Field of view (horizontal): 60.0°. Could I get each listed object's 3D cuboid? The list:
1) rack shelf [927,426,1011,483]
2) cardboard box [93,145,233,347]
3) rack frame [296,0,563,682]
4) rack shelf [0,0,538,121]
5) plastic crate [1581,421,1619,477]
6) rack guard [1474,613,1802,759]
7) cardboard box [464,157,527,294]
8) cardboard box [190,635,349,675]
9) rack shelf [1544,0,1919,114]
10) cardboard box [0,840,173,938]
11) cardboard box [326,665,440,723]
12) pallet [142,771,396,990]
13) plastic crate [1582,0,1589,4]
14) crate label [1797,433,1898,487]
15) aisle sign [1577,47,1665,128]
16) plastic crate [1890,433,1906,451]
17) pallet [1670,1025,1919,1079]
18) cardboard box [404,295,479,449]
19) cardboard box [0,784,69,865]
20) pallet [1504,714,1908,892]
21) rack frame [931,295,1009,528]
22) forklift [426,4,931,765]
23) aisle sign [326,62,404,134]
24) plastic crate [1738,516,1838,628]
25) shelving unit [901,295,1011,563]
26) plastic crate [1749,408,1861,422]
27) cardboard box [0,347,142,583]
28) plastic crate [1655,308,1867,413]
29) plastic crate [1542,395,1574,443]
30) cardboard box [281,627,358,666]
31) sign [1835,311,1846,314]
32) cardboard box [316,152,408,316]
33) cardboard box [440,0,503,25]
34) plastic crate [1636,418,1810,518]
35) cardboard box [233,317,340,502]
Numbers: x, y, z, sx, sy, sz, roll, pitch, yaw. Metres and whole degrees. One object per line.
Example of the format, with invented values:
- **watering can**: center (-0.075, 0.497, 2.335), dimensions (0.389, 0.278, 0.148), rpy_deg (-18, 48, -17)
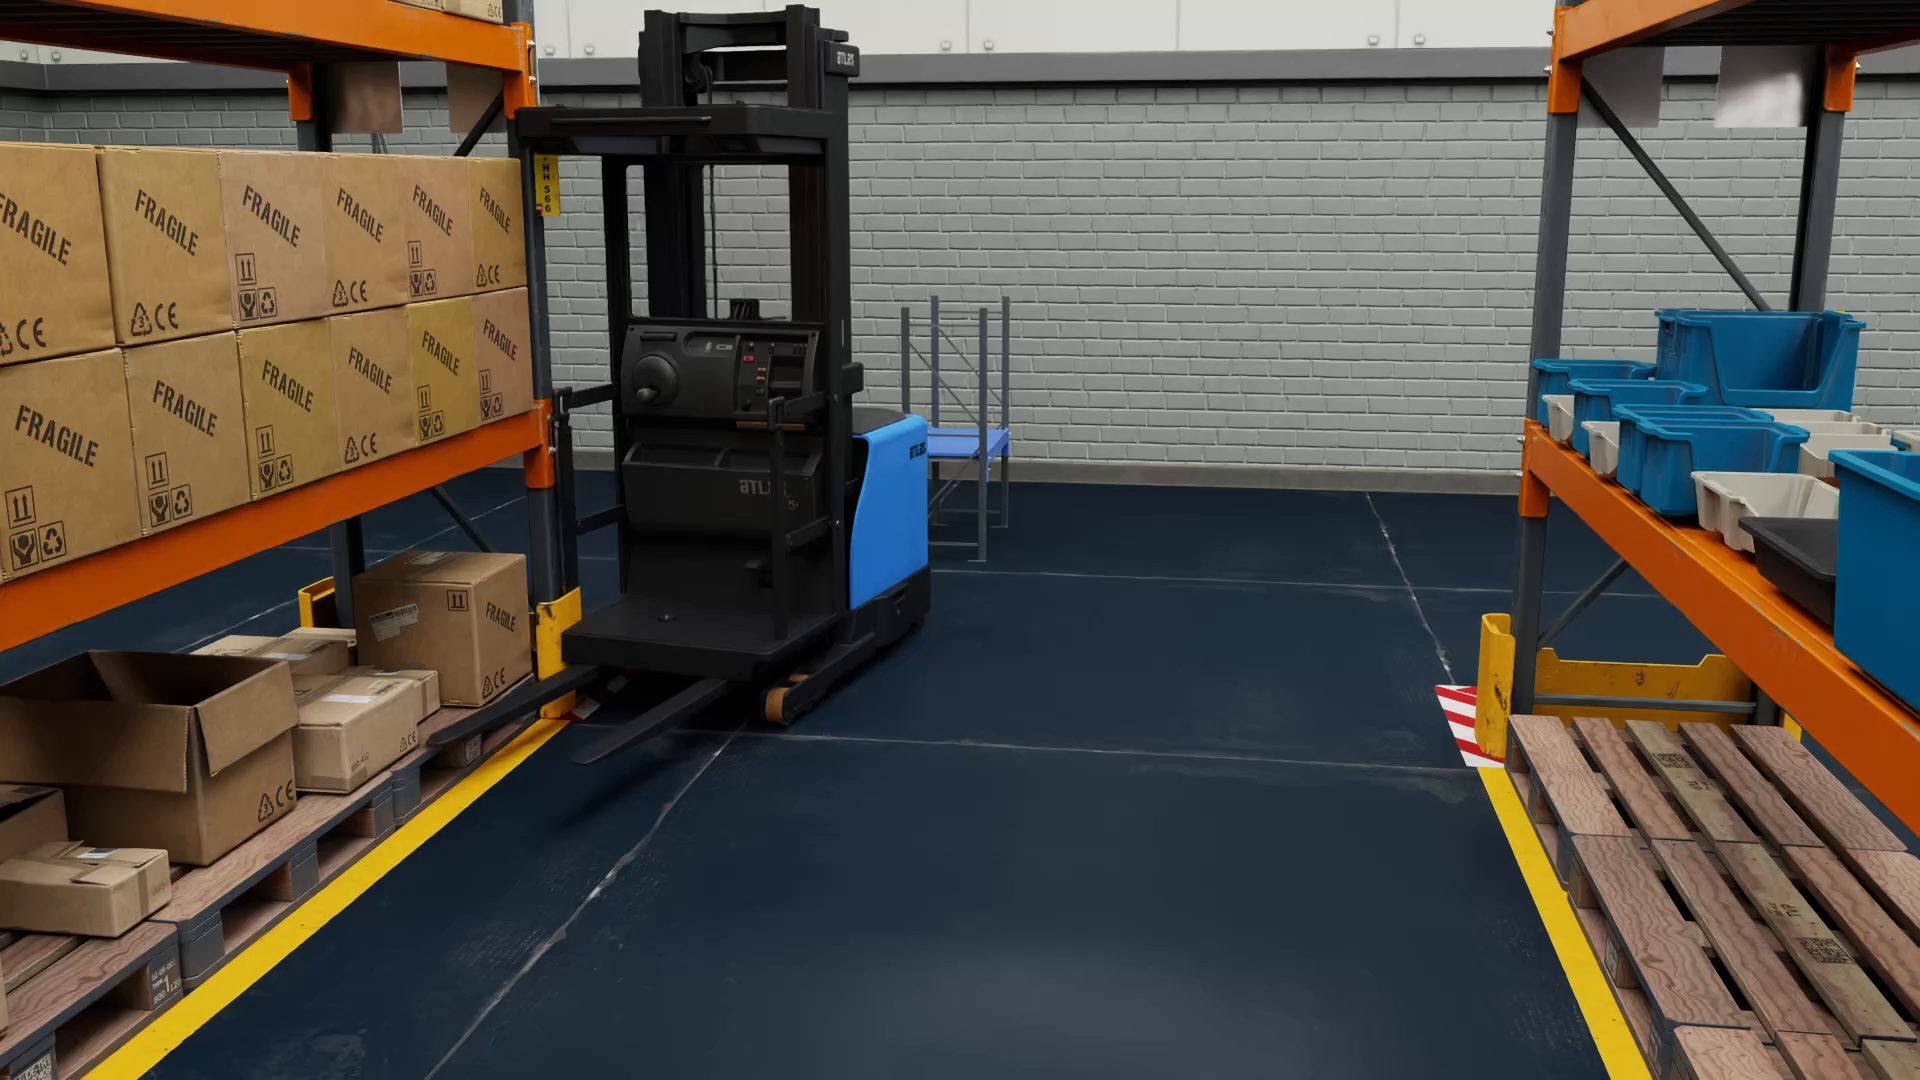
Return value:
- **rack shelf**: center (-0.013, -0.540, 10.291), dimensions (0.538, 0.185, 1.000), rpy_deg (2, 12, 9)
- **cardboard box**: center (-2.329, -0.792, 4.435), dimensions (0.500, 0.500, 0.500), rpy_deg (2, 12, 7)
- **rack frame**: center (-2.223, -0.783, 7.007), dimensions (1.000, 3.000, 0.127), rpy_deg (2, 12, 9)
- **rack shelf**: center (-2.531, -1.481, 4.835), dimensions (1.077, 0.370, 4.000), rpy_deg (2, 12, 9)
- **plastic crate**: center (2.072, -0.276, 5.139), dimensions (0.250, 0.136, 0.298), rpy_deg (2, 12, 9)
- **rack guard**: center (2.662, 0.595, 6.547), dimensions (1.175, 0.500, 0.348), rpy_deg (2, 12, 9)
- **cardboard box**: center (-2.020, -1.219, 6.420), dimensions (0.500, 0.500, 0.500), rpy_deg (2, 12, 8)
- **cardboard box**: center (-2.664, 0.554, 6.285), dimensions (0.500, 0.250, 0.500), rpy_deg (2, 12, 9)
- **rack shelf**: center (2.363, -1.320, 4.087), dimensions (1.077, 0.370, 4.000), rpy_deg (2, 12, 9)
- **cardboard box**: center (-2.437, 0.959, 4.606), dimensions (0.380, 0.166, 0.250), rpy_deg (2, 12, 9)
- **cardboard box**: center (-2.214, 0.589, 6.319), dimensions (0.380, 0.166, 0.250), rpy_deg (2, 12, 9)
- **pallet**: center (-2.546, 1.015, 5.282), dimensions (1.003, 0.211, 1.213), rpy_deg (2, 12, 9)
- **plastic crate**: center (2.336, -1.953, 5.627), dimensions (0.497, 0.269, 0.590), rpy_deg (2, 12, 9)
- **crate label**: center (2.647, -0.228, 4.915), dimensions (0.396, 0.136, 0.243), rpy_deg (2, 12, 9)
- **aisle sign**: center (2.389, -1.917, 6.099), dimensions (0.394, 0.787, 0.004), rpy_deg (2, 12, 9)
- **plastic crate**: center (2.608, -0.134, 4.248), dimensions (0.416, 0.233, 0.300), rpy_deg (2, 12, 9)
- **pallet**: center (2.131, 1.420, 3.405), dimensions (1.003, 0.211, 1.213), rpy_deg (2, 12, 9)
- **cardboard box**: center (-2.099, -0.622, 6.022), dimensions (0.500, 0.500, 0.500), rpy_deg (2, 12, 9)
- **cardboard box**: center (-2.915, 0.865, 4.698), dimensions (0.500, 0.311, 0.500), rpy_deg (2, 12, 9)
- **pallet**: center (2.506, 0.912, 5.762), dimensions (1.003, 0.211, 1.213), rpy_deg (2, 12, 9)
- **rack frame**: center (0.065, -0.821, 10.744), dimensions (0.500, 1.500, 0.032), rpy_deg (2, 12, 9)
- **forklift**: center (-1.119, -0.757, 7.049), dimensions (1.130, 2.935, 3.031), rpy_deg (4, 13, 19)
- **aisle sign**: center (-2.503, -2.078, 6.843), dimensions (0.394, 0.787, 0.004), rpy_deg (2, 12, 9)
- **plastic crate**: center (1.962, 0.074, 3.539), dimensions (0.437, 0.125, 0.590), rpy_deg (2, 12, 9)
- **shelving unit**: center (-0.013, -0.715, 10.253), dimensions (0.538, 1.500, 1.048), rpy_deg (2, 12, 9)
- **plastic crate**: center (2.724, -0.347, 5.465), dimensions (0.396, 0.136, 0.243), rpy_deg (2, 12, 9)
- **cardboard box**: center (-2.415, -0.203, 4.079), dimensions (0.500, 0.500, 0.500), rpy_deg (2, 12, 10)
- **plastic crate**: center (2.804, -0.593, 5.897), dimensions (0.616, 0.435, 0.499), rpy_deg (2, 12, 9)
- **plastic crate**: center (2.177, -0.417, 5.794), dimensions (0.250, 0.136, 0.298), rpy_deg (2, 12, 9)
- **cardboard box**: center (-2.627, 0.471, 6.908), dimensions (0.380, 0.149, 0.250), rpy_deg (2, 12, 9)
- **sign**: center (3.217, -0.687, 6.175), dimensions (0.100, 0.325, 0.005), rpy_deg (2, 12, 9)
- **cardboard box**: center (-2.172, -1.006, 5.431), dimensions (0.500, 0.500, 0.500), rpy_deg (2, 12, 10)
- **cardboard box**: center (-2.041, -2.061, 6.171), dimensions (0.500, 0.250, 0.500), rpy_deg (2, 12, 9)
- **plastic crate**: center (2.059, -0.192, 4.520), dimensions (0.416, 0.233, 0.300), rpy_deg (2, 12, 9)
- **cardboard box**: center (-2.259, -0.413, 5.054), dimensions (0.500, 0.500, 0.500), rpy_deg (2, 12, 8)
